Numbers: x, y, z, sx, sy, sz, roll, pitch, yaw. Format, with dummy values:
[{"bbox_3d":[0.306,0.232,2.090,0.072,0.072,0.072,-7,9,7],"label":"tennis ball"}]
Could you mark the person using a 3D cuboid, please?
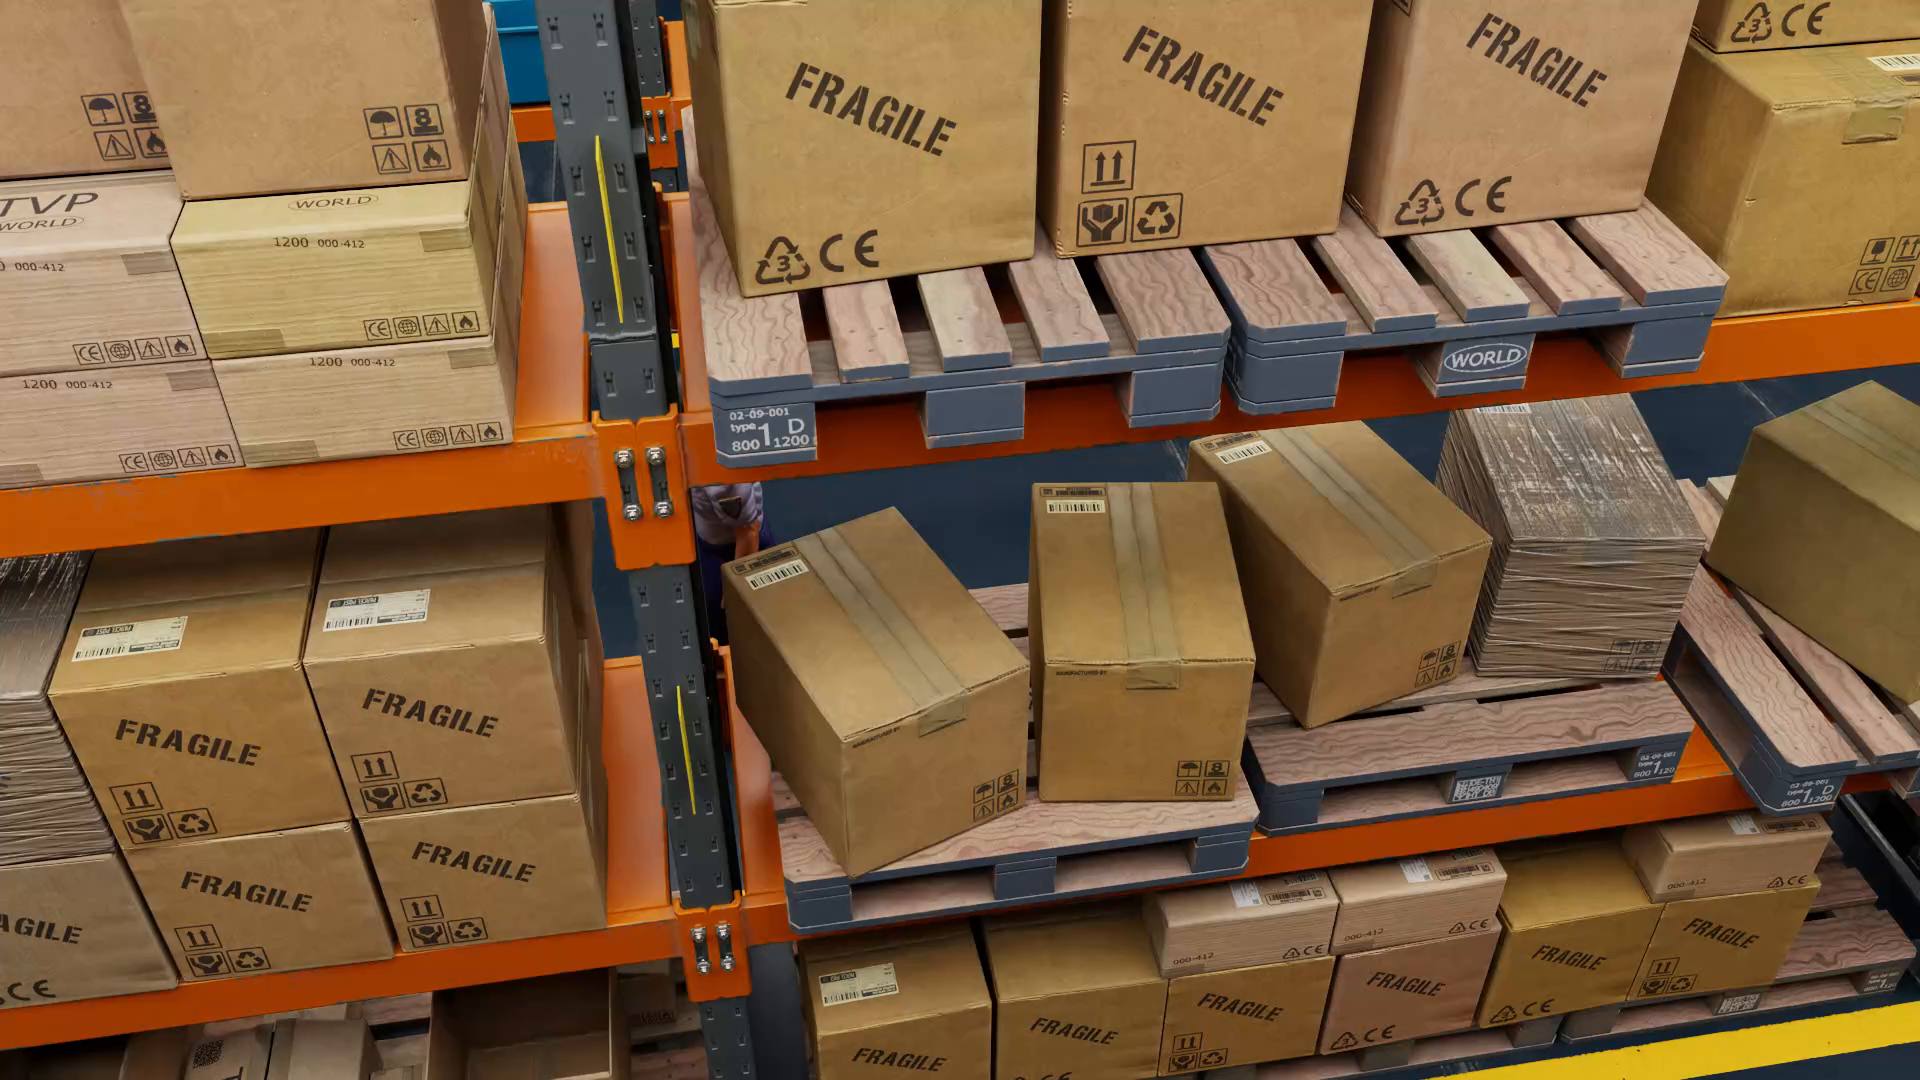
[{"bbox_3d":[-0.892,0.056,6.091,0.425,1.650,0.554,-13,41,-16],"label":"person"}]
